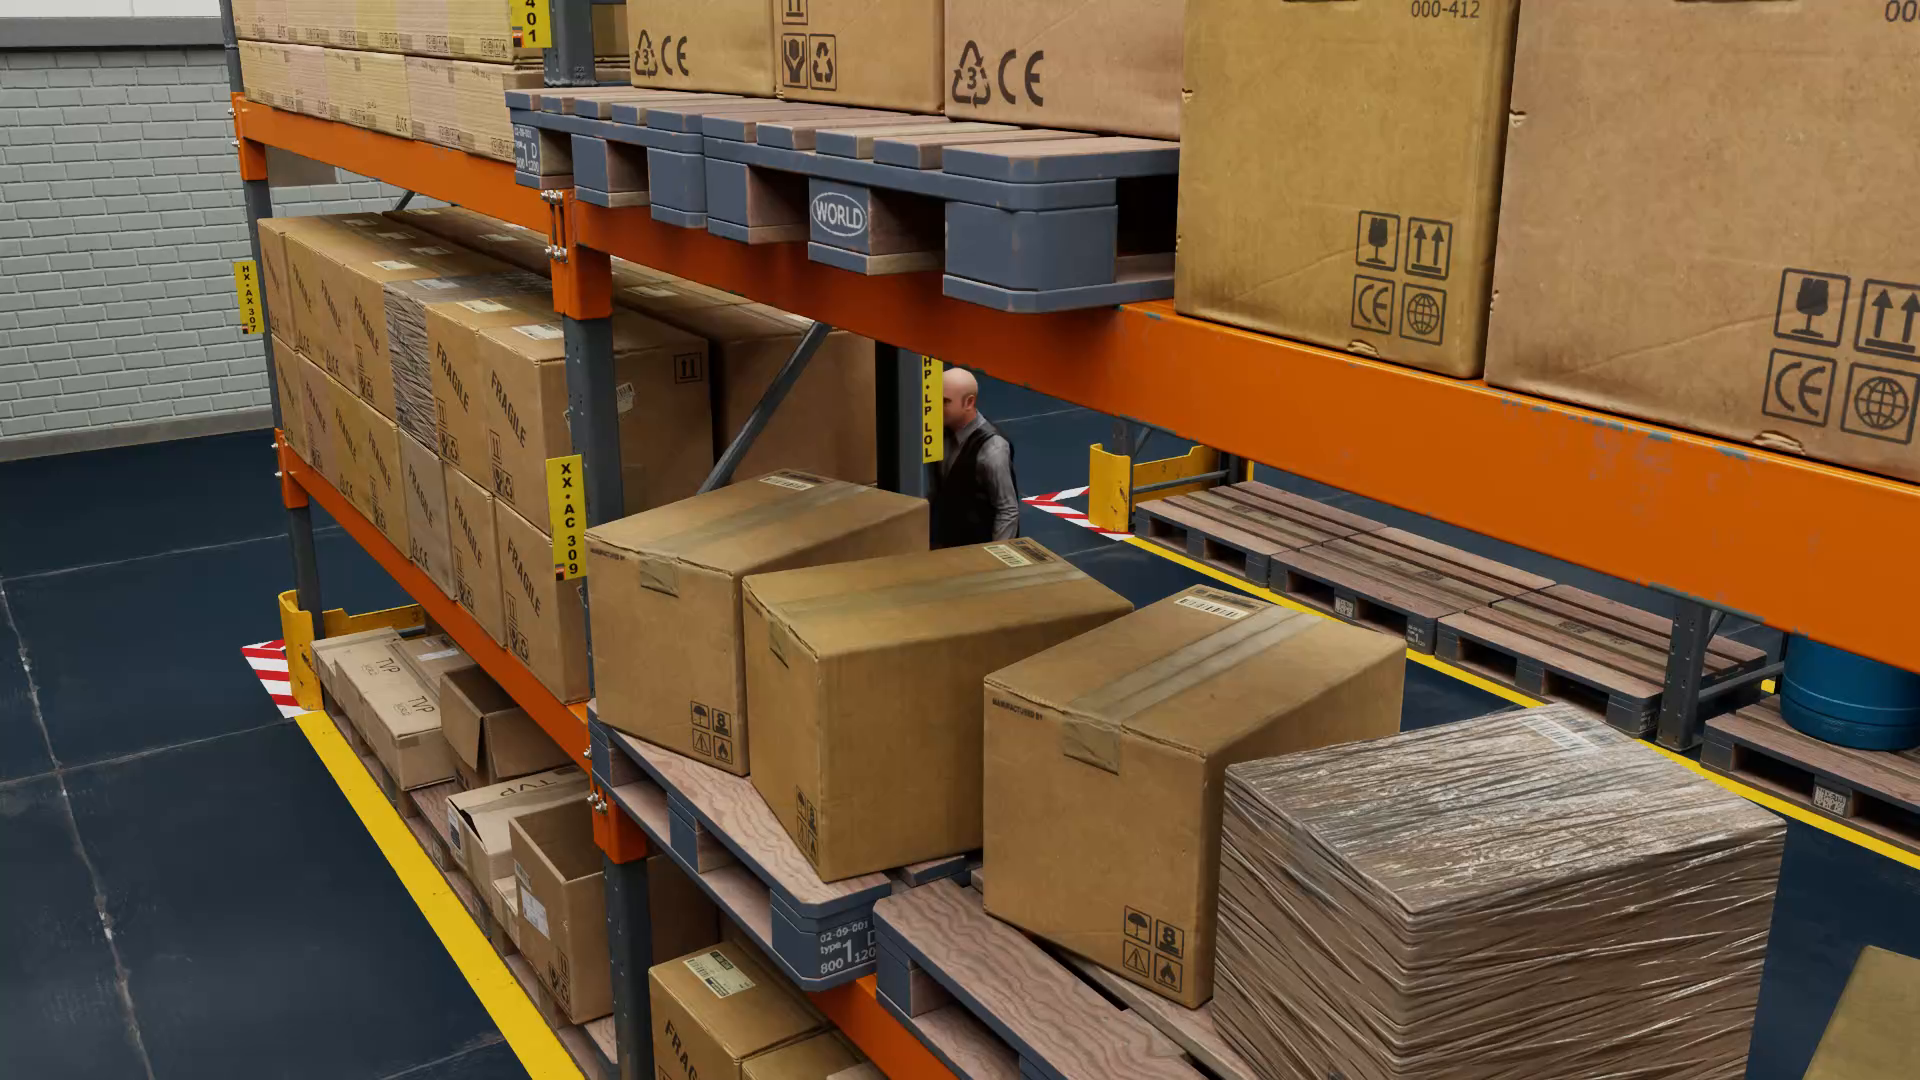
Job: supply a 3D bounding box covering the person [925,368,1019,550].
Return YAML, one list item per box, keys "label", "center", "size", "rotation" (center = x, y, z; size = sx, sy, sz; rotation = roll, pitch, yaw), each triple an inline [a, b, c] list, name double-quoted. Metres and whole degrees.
- label: "person"
  center: [0.033, 0.071, 7.375]
  size: [0.421, 1.719, 0.583]
  rotation: [-13, 22, -34]
